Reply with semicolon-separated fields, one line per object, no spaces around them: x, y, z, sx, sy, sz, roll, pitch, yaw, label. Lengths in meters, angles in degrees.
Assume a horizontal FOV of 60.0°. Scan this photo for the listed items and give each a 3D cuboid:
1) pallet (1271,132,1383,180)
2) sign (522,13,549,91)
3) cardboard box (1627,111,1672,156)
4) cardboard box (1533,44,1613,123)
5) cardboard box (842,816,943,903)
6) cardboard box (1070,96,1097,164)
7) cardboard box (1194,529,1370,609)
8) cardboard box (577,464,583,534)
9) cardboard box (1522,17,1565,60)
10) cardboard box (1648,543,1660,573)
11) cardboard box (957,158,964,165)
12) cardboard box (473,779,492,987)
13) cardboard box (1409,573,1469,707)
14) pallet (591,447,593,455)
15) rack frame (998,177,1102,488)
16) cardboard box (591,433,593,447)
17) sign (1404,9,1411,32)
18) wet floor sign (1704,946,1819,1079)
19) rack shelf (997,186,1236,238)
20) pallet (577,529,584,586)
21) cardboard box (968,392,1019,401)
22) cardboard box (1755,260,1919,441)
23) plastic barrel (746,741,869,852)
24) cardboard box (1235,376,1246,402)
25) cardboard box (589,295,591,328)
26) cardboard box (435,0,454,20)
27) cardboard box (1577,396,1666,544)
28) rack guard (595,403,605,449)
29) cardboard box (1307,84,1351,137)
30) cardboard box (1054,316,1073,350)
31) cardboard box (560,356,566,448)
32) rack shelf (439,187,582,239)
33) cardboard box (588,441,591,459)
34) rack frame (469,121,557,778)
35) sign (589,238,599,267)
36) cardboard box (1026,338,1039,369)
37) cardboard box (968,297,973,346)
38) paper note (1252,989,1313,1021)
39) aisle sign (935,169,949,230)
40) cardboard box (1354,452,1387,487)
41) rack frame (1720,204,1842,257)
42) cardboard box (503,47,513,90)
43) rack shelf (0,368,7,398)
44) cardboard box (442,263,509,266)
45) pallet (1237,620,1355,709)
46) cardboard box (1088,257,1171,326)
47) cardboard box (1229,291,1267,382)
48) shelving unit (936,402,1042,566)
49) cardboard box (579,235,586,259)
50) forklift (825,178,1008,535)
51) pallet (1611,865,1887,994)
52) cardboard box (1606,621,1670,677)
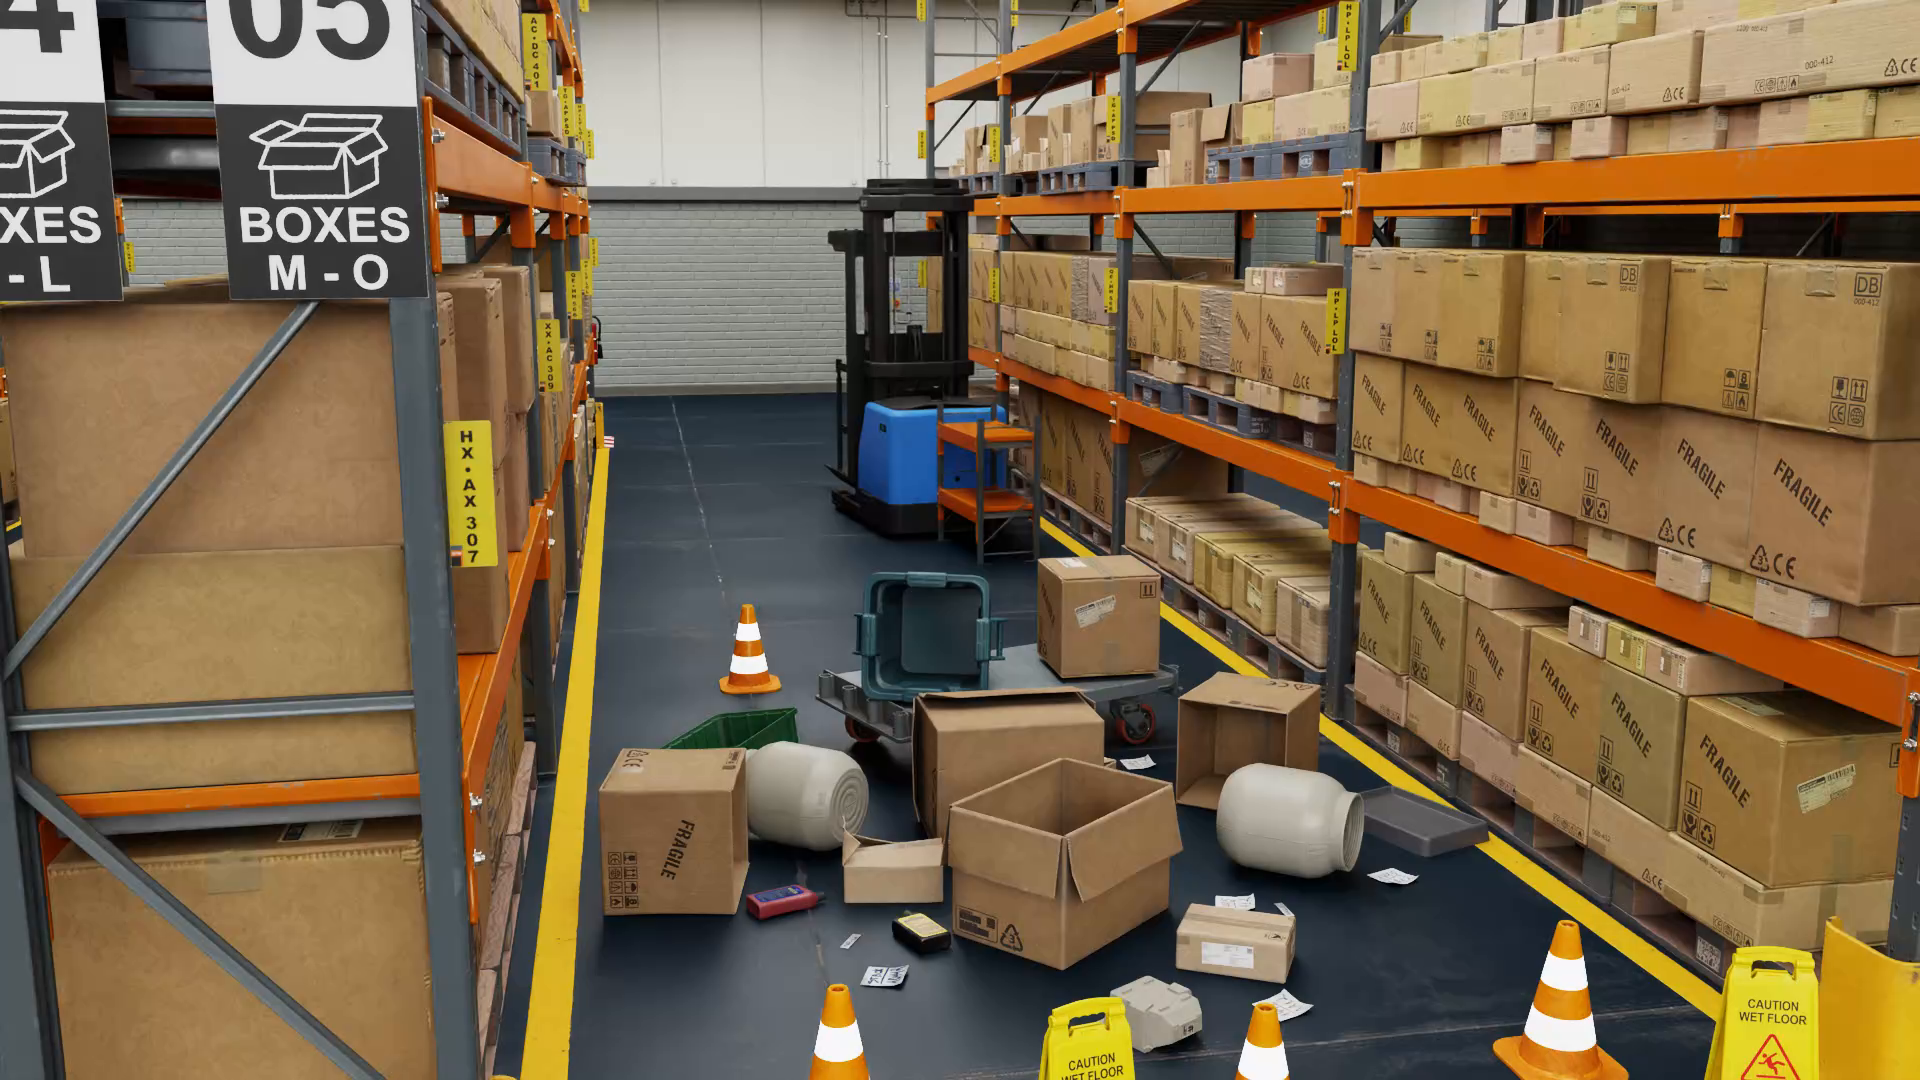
2.415;-2.048;8.916;1.213;0.211;1.003;-2;11;-11;pallet
-1.861;-2.138;7.292;0.100;0.325;0.005;-2;11;-11;sign
2.643;-1.458;5.982;0.380;0.149;0.250;-2;11;-13;cardboard box
2.542;-1.726;6.327;0.500;0.250;0.500;-2;11;-10;cardboard box
-0.265;1.240;6.472;0.396;0.266;0.258;0;11;-1;cardboard box
1.273;-3.187;13.006;0.700;0.500;0.500;-3;11;-14;cardboard box
2.046;0.179;10.637;0.950;0.372;0.625;-2;11;-9;cardboard box
-3.172;-0.294;12.783;0.500;0.500;0.500;-2;11;-10;cardboard box
2.478;-1.985;6.622;0.380;0.149;0.250;-2;11;-12;cardboard box
2.747;0.058;6.042;0.380;0.149;0.250;-2;11;-10;cardboard box
0.272;-4.327;19.395;0.500;0.250;0.500;-3;11;-16;cardboard box
-1.997;0.936;5.314;0.875;0.875;0.875;-2;11;-12;cardboard box
2.396;0.442;7.577;0.500;0.500;0.500;-2;11;-9;cardboard box
-4.601;-1.018;18.481;1.003;0.211;1.213;-2;11;-11;pallet
0.874;-2.017;16.272;1.000;3.000;0.127;-2;11;-11;rack frame
-4.144;-1.085;17.875;0.380;0.149;0.250;-3;11;-14;cardboard box
5.513;-6.432;20.502;0.100;0.325;0.005;-2;11;-11;sign
2.196;1.414;4.542;0.267;0.644;0.232;2;11;9;wet floor sign
1.263;-2.771;14.132;1.077;0.370;4.000;-2;11;-11;rack shelf
-3.334;0.141;12.389;1.003;0.211;1.213;-2;11;-11;pallet
0.509;-1.413;18.830;0.875;0.438;0.875;-2;11;-9;cardboard box
2.895;-0.588;5.029;0.700;0.500;0.500;-2;11;-12;cardboard box
-0.680;1.066;6.961;0.512;0.421;0.421;6;12;28;plastic barrel
1.875;-0.905;9.977;0.380;0.149;0.250;-2;11;-11;cardboard box
-4.196;-2.487;17.679;0.500;0.500;0.500;-2;11;-11;cardboard box
-1.430;-1.345;3.997;0.380;0.149;0.250;-2;11;-10;cardboard box
2.646;-0.285;6.108;0.500;0.500;0.500;-2;11;-11;cardboard box
-4.725;-1.310;19.244;1.175;0.500;0.348;-2;11;-11;rack guard
2.175;-2.258;8.793;0.500;0.250;0.500;-2;11;-12;cardboard box
1.086;-1.722;13.786;0.500;0.250;0.500;-2;11;-12;cardboard box
-2.536;-0.784;9.527;0.500;0.500;0.500;-2;11;-10;cardboard box
-3.572;-2.572;13.089;1.077;0.370;4.000;-2;11;-11;rack shelf
-3.718;-0.849;15.839;0.380;0.149;0.250;-2;11;-8;cardboard box
-2.406;-0.351;7.520;1.000;3.000;0.127;-2;11;-11;rack frame
-4.191;-3.293;19.032;0.100;0.325;0.005;-2;11;-11;sign
0.887;-1.664;14.817;0.500;0.250;0.500;-2;11;-11;cardboard box
0.316;-2.328;17.637;0.500;0.500;0.500;-2;11;-12;cardboard box
1.072;1.541;5.517;0.148;0.019;0.142;-6;13;-31;paper note
-0.202;-4.031;19.898;0.394;0.787;0.004;-2;11;-11;aisle sign
2.177;-0.357;8.222;0.380;0.149;0.250;-2;11;-11;cardboard box
6.521;-1.465;13.370;1.000;3.000;0.127;-2;11;-11;rack frame
-1.870;-1.761;6.187;0.380;0.149;0.250;-2;11;-11;cardboard box
-8.457;-0.937;12.519;1.077;0.370;4.000;-2;11;-11;rack shelf
-2.367;-0.887;7.043;0.875;0.550;0.550;-2;11;-11;cardboard box
2.277;0.677;9.574;1.003;0.211;1.213;-2;11;-11;pallet
1.295;-1.909;12.763;0.500;0.500;0.500;-2;11;-13;cardboard box
1.923;-1.214;9.864;0.500;0.500;0.500;-2;11;-9;cardboard box
0.216;-0.466;13.134;0.538;1.125;1.048;-3;11;-18;shelving unit
-3.994;-2.785;16.568;0.500;0.500;0.500;-2;11;-10;cardboard box
-0.538;-1.713;14.859;1.130;2.935;3.031;-3;11;-18;forklift
3.070;1.389;5.833;1.003;0.211;1.213;-2;11;-11;pallet
2.614;0.393;6.102;0.380;0.149;0.250;-2;11;-10;cardboard box
